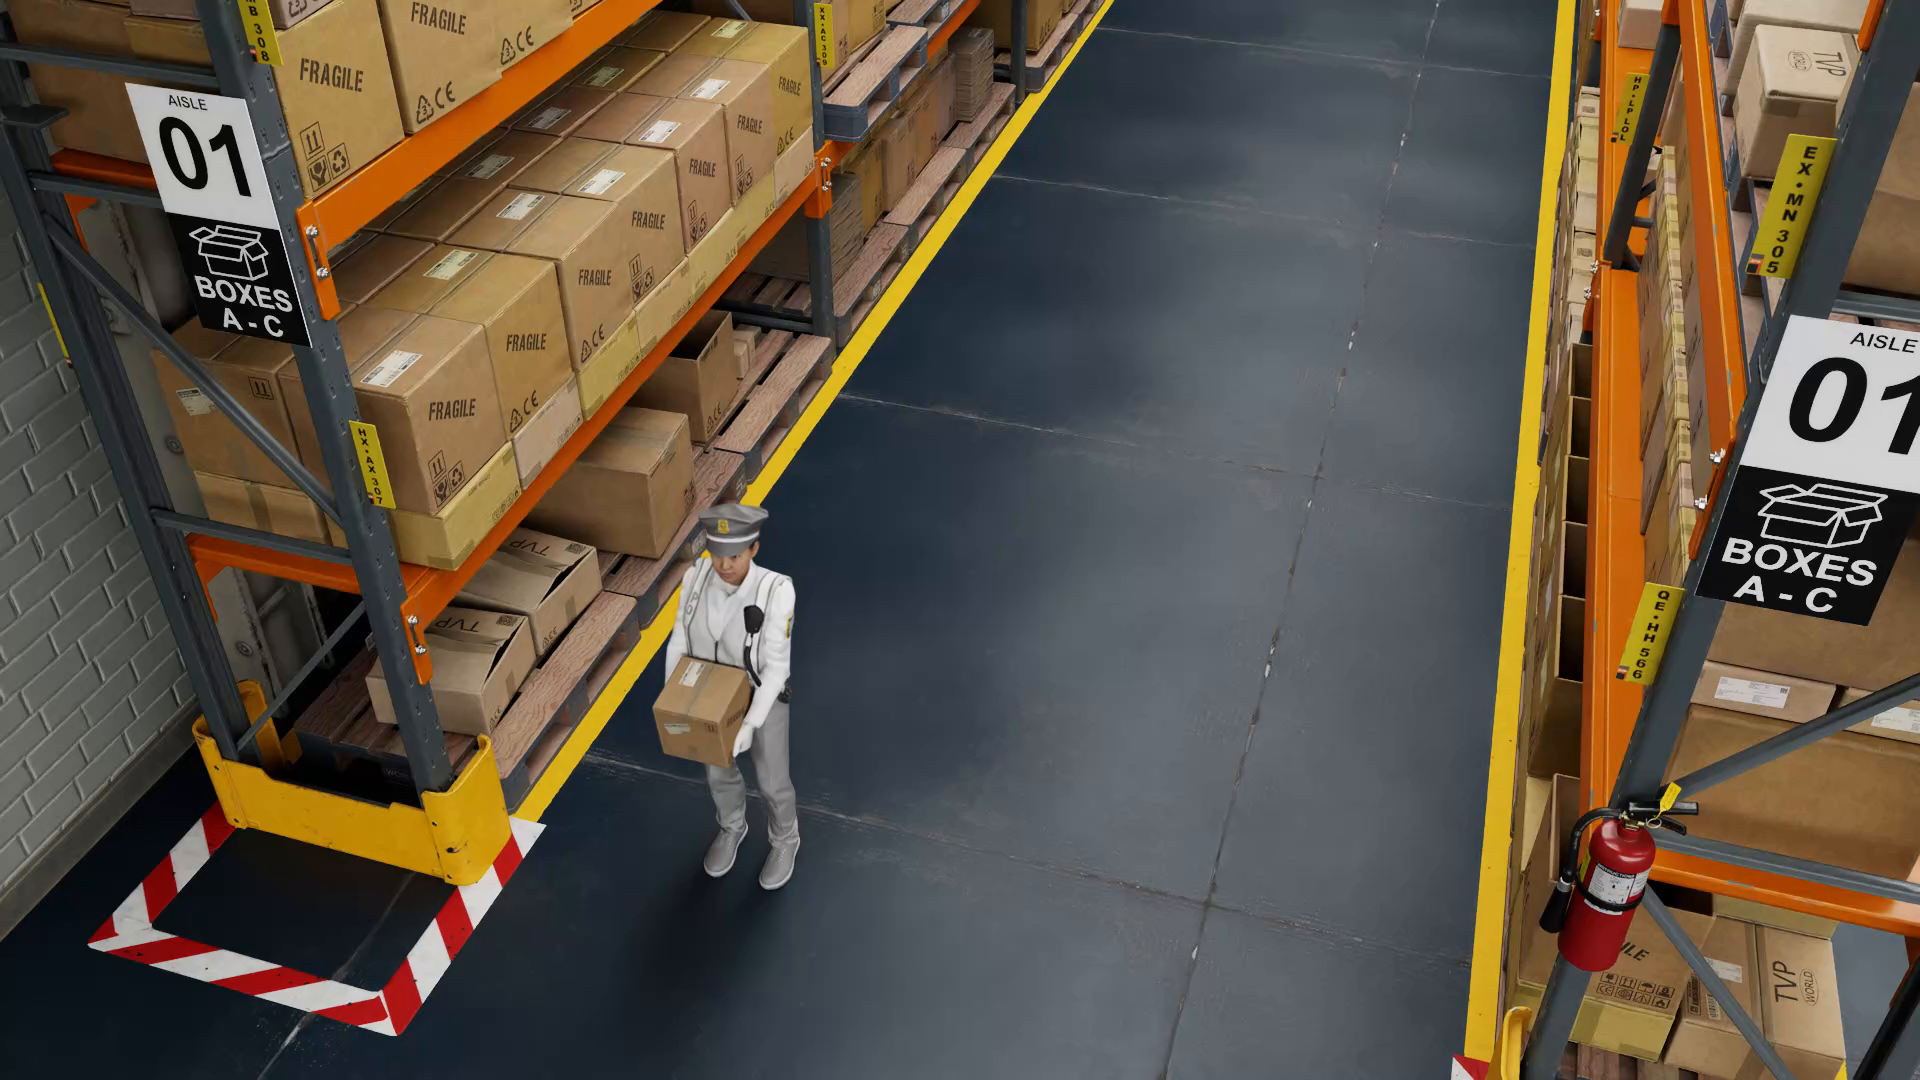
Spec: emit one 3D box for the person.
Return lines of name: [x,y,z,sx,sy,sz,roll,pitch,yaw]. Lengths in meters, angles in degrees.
person: [-0.792,0.225,5.857,0.372,0.819,0.362,11,39,14]
